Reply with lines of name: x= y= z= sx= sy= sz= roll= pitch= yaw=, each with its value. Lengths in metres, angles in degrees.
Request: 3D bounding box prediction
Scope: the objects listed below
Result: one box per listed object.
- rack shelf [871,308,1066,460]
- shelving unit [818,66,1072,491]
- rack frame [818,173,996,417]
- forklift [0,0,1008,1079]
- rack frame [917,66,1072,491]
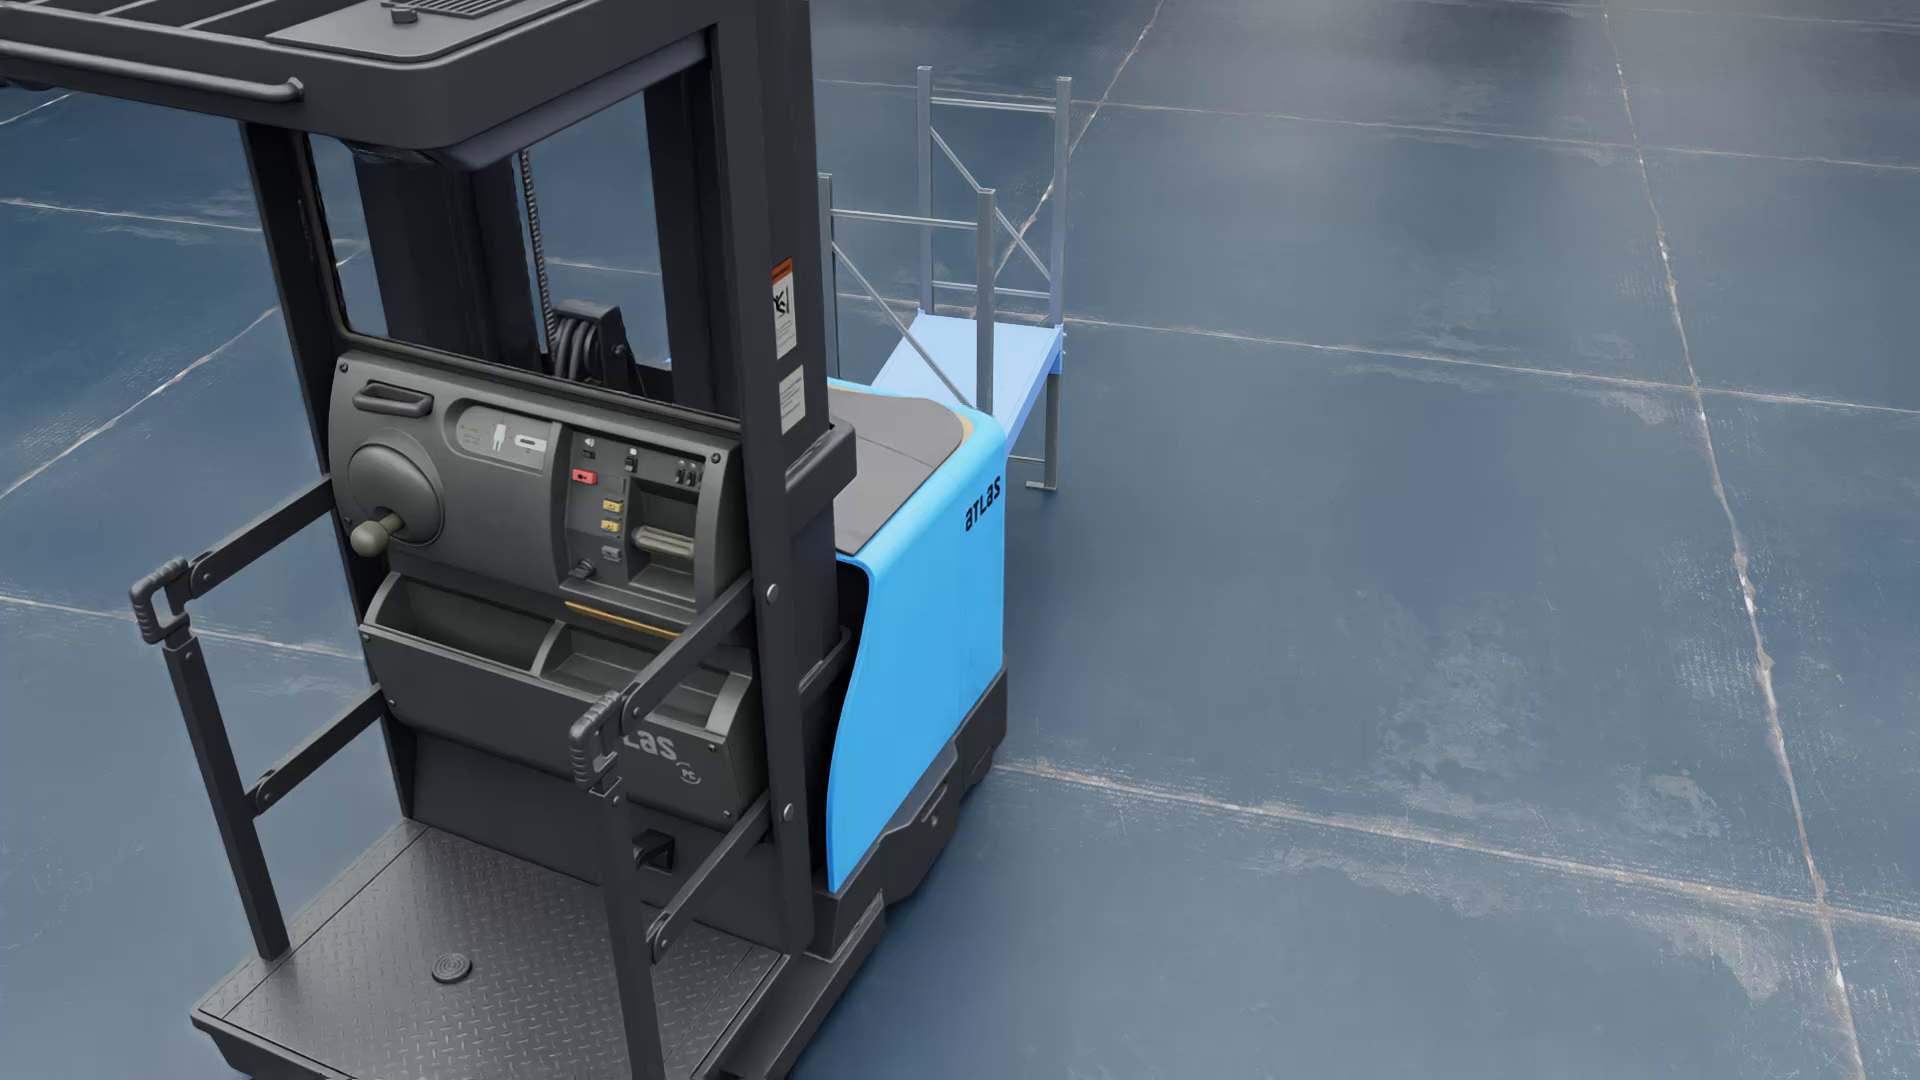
rack shelf: x=-0.022 y=-0.437 z=5.374 sx=0.538 sy=0.185 sz=1.000 roll=8 pitch=33 yaw=12
shelving unit: x=-0.022 y=-0.589 z=5.278 sx=0.538 sy=1.500 sz=1.048 roll=8 pitch=33 yaw=12
rack frame: x=-0.151 y=-0.325 z=4.863 sx=0.500 sy=1.500 sz=0.032 roll=8 pitch=33 yaw=12
forklift: x=-0.946 y=-0.045 z=3.089 sx=1.130 sy=2.935 sz=3.031 roll=14 pitch=35 yaw=21
rack frame: x=0.107 y=-0.852 z=5.693 sx=0.500 sy=1.500 sz=0.032 roll=8 pitch=33 yaw=12
